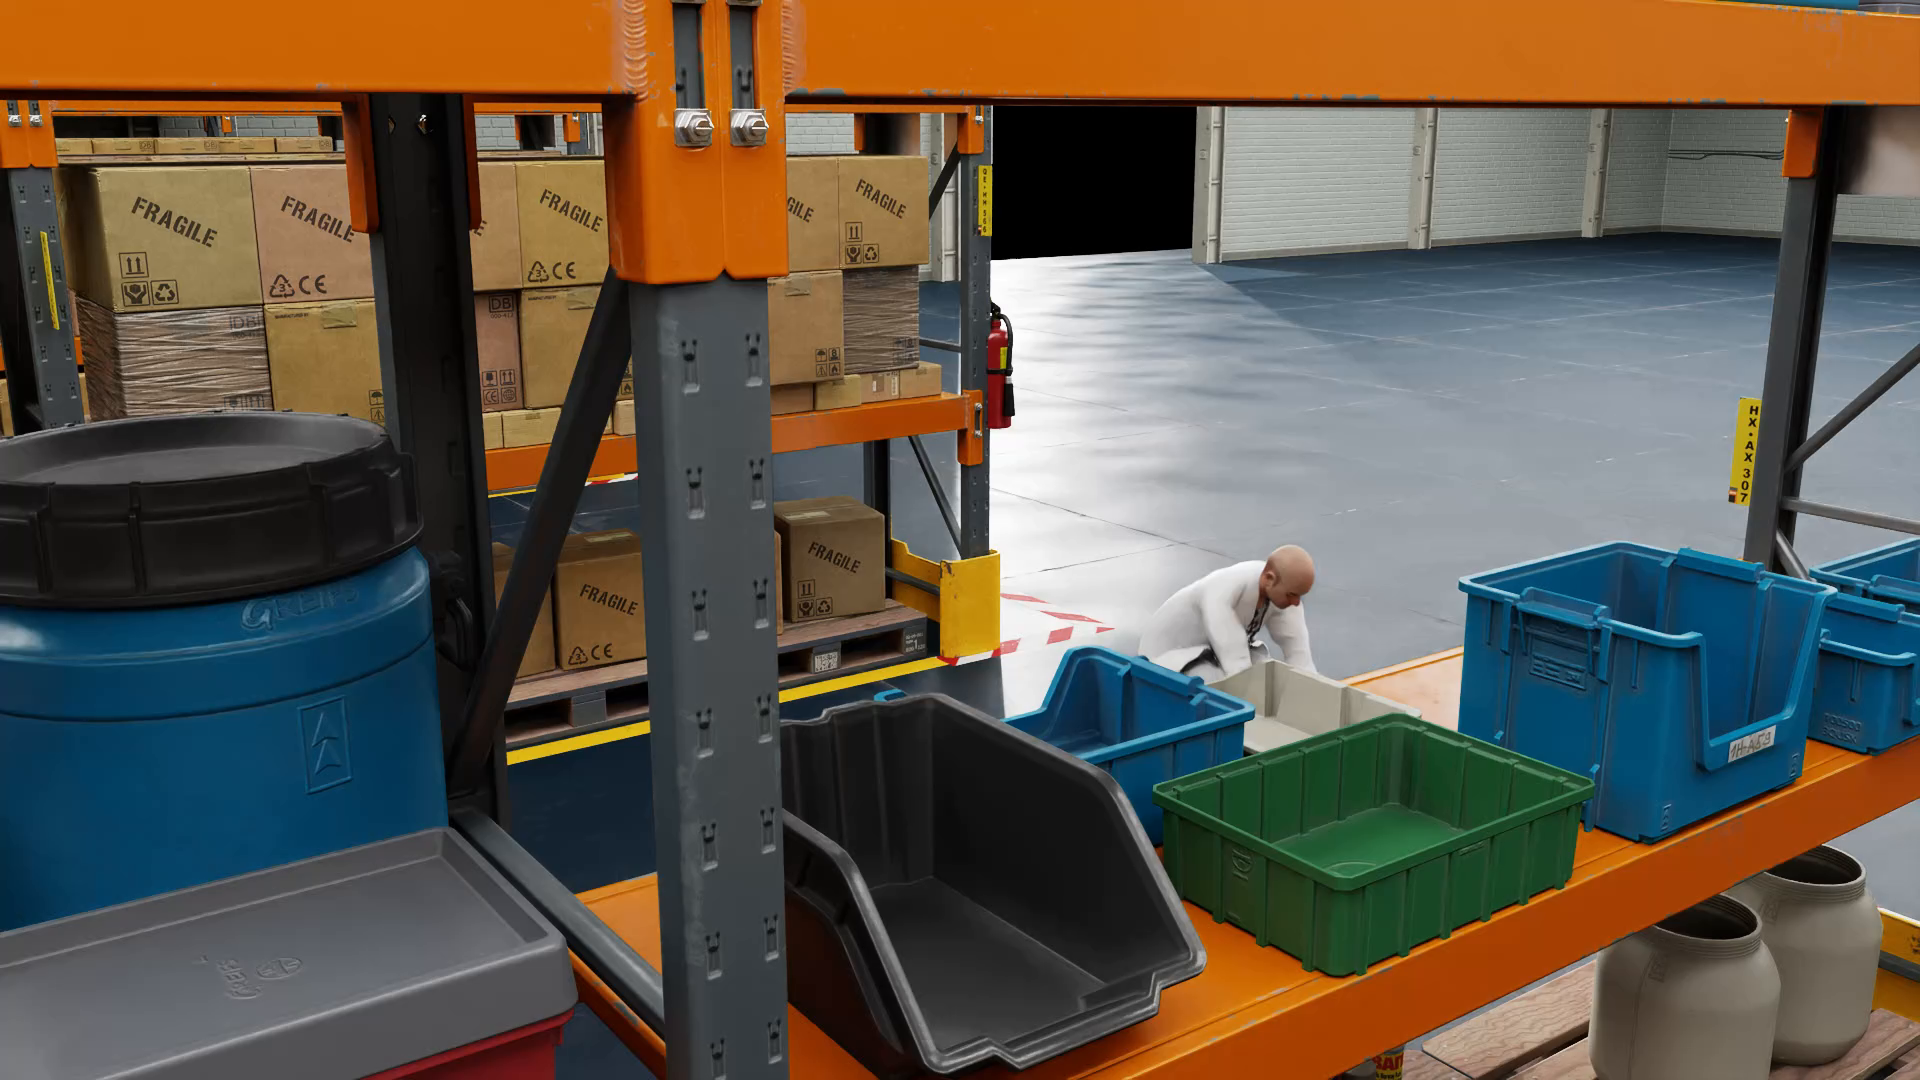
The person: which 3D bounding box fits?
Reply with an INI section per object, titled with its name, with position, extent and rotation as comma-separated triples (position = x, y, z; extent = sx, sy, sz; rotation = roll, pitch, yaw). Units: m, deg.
[person]
position = 1.125, 0.472, 6.769
extent = 0.585, 1.002, 0.920
rotation = -10, 18, -35
